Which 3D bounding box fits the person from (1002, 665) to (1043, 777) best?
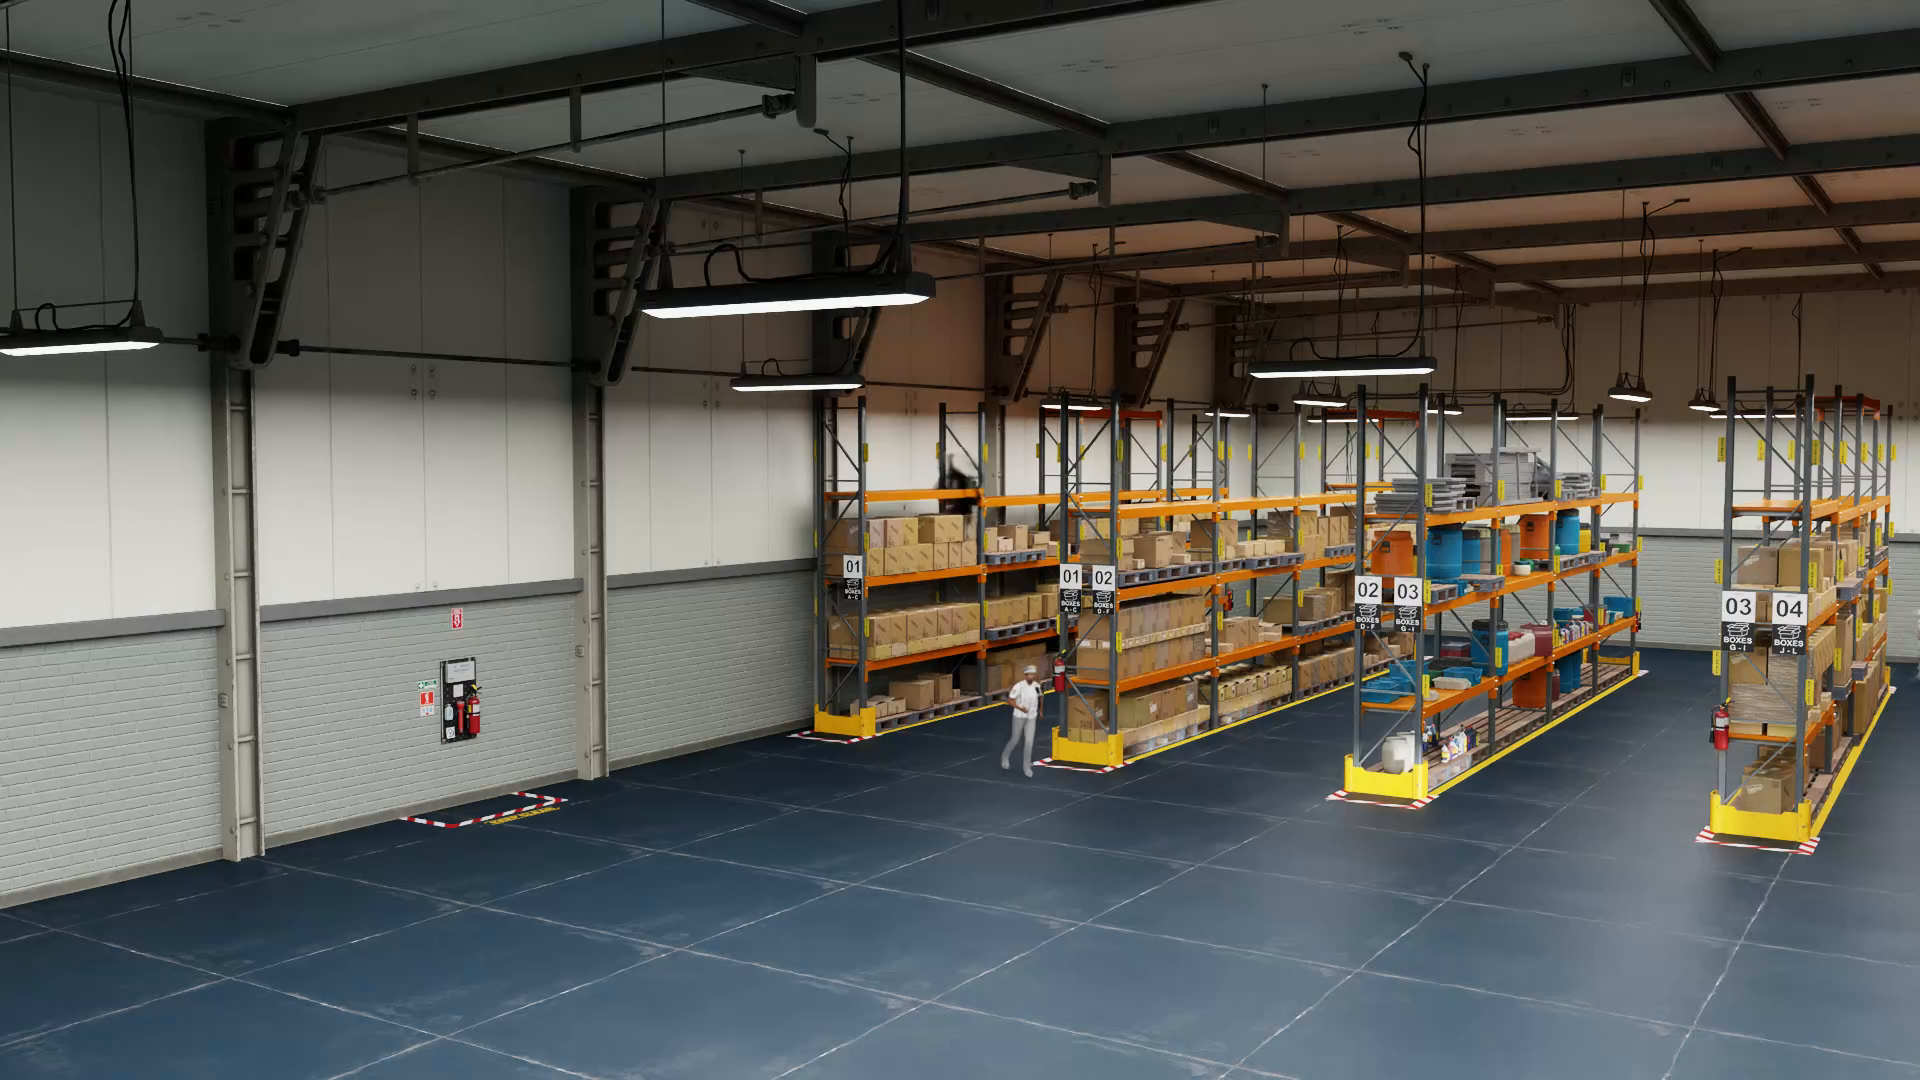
[{"bbox_3d":[1.047,2.789,25.985,0.627,1.687,0.855,-1,3,-18],"label":"person"}]
